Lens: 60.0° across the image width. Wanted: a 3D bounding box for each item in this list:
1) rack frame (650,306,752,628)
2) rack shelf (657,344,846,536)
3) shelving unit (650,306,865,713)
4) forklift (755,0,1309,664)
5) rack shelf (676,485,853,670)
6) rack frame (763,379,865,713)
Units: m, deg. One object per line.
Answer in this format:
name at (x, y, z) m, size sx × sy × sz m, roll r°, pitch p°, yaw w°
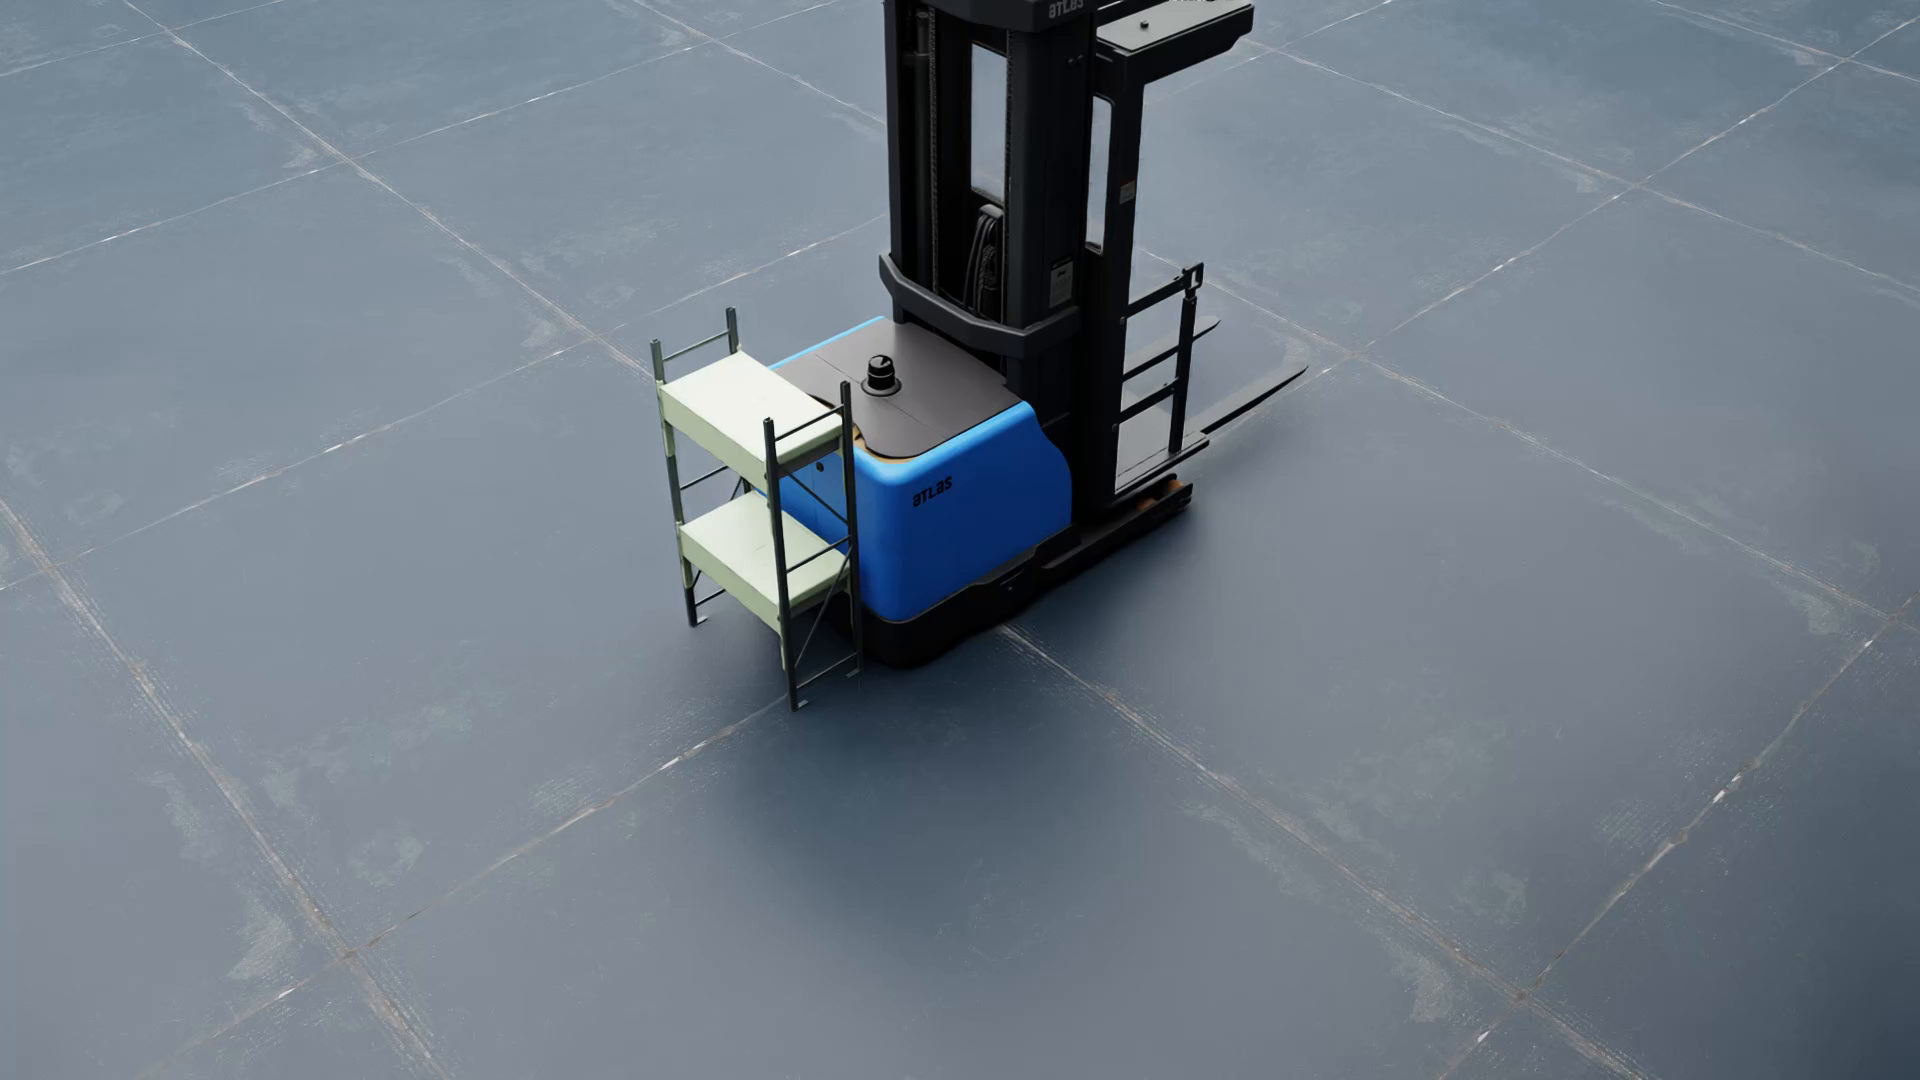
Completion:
rack frame at (-1.065, -0.278, 7.109) m, size 0.400 × 1.500 × 0.023 m, roll -30°, pitch 48°, yaw -32°
rack shelf at (-0.818, -0.412, 6.653) m, size 0.431 × 0.370 × 0.720 m, roll -30°, pitch 48°, yaw -32°
shelving unit at (-0.818, -0.109, 6.899) m, size 0.431 × 1.500 × 0.755 m, roll -30°, pitch 48°, yaw -32°
forklift at (0.494, -1.404, 7.363) m, size 3.031 × 2.935 × 1.130 m, roll -30°, pitch 48°, yaw -32°
rack shelf at (-0.818, 0.145, 7.103) m, size 0.431 × 0.370 × 0.720 m, roll -30°, pitch 48°, yaw -32°
rack frame at (-0.571, 0.061, 6.688) m, size 0.400 × 1.500 × 0.023 m, roll -30°, pitch 48°, yaw -32°
